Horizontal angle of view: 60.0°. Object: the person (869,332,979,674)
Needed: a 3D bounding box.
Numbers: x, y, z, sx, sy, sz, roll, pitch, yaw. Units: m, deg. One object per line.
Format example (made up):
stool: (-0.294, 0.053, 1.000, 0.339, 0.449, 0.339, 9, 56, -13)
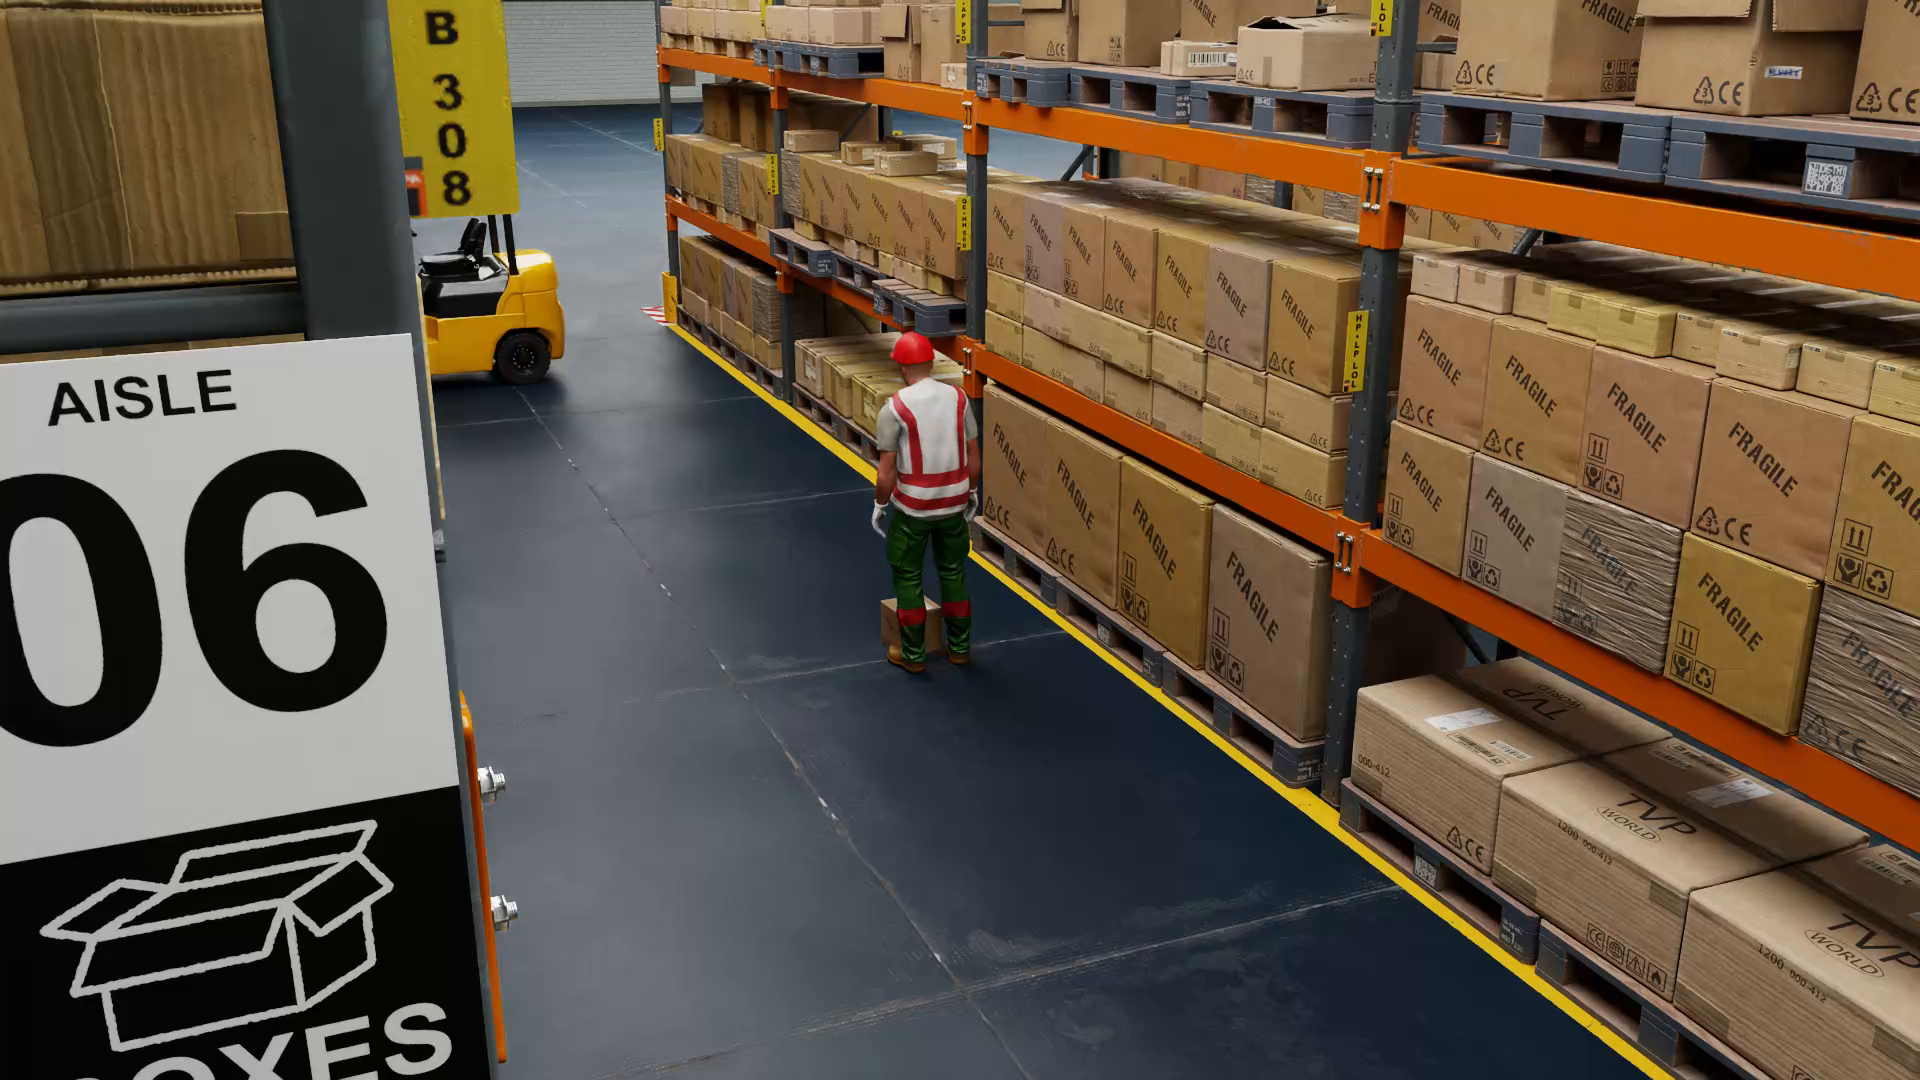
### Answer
person: (-0.184, -0.187, 8.596, 0.615, 1.777, 0.456, -9, 21, -24)
